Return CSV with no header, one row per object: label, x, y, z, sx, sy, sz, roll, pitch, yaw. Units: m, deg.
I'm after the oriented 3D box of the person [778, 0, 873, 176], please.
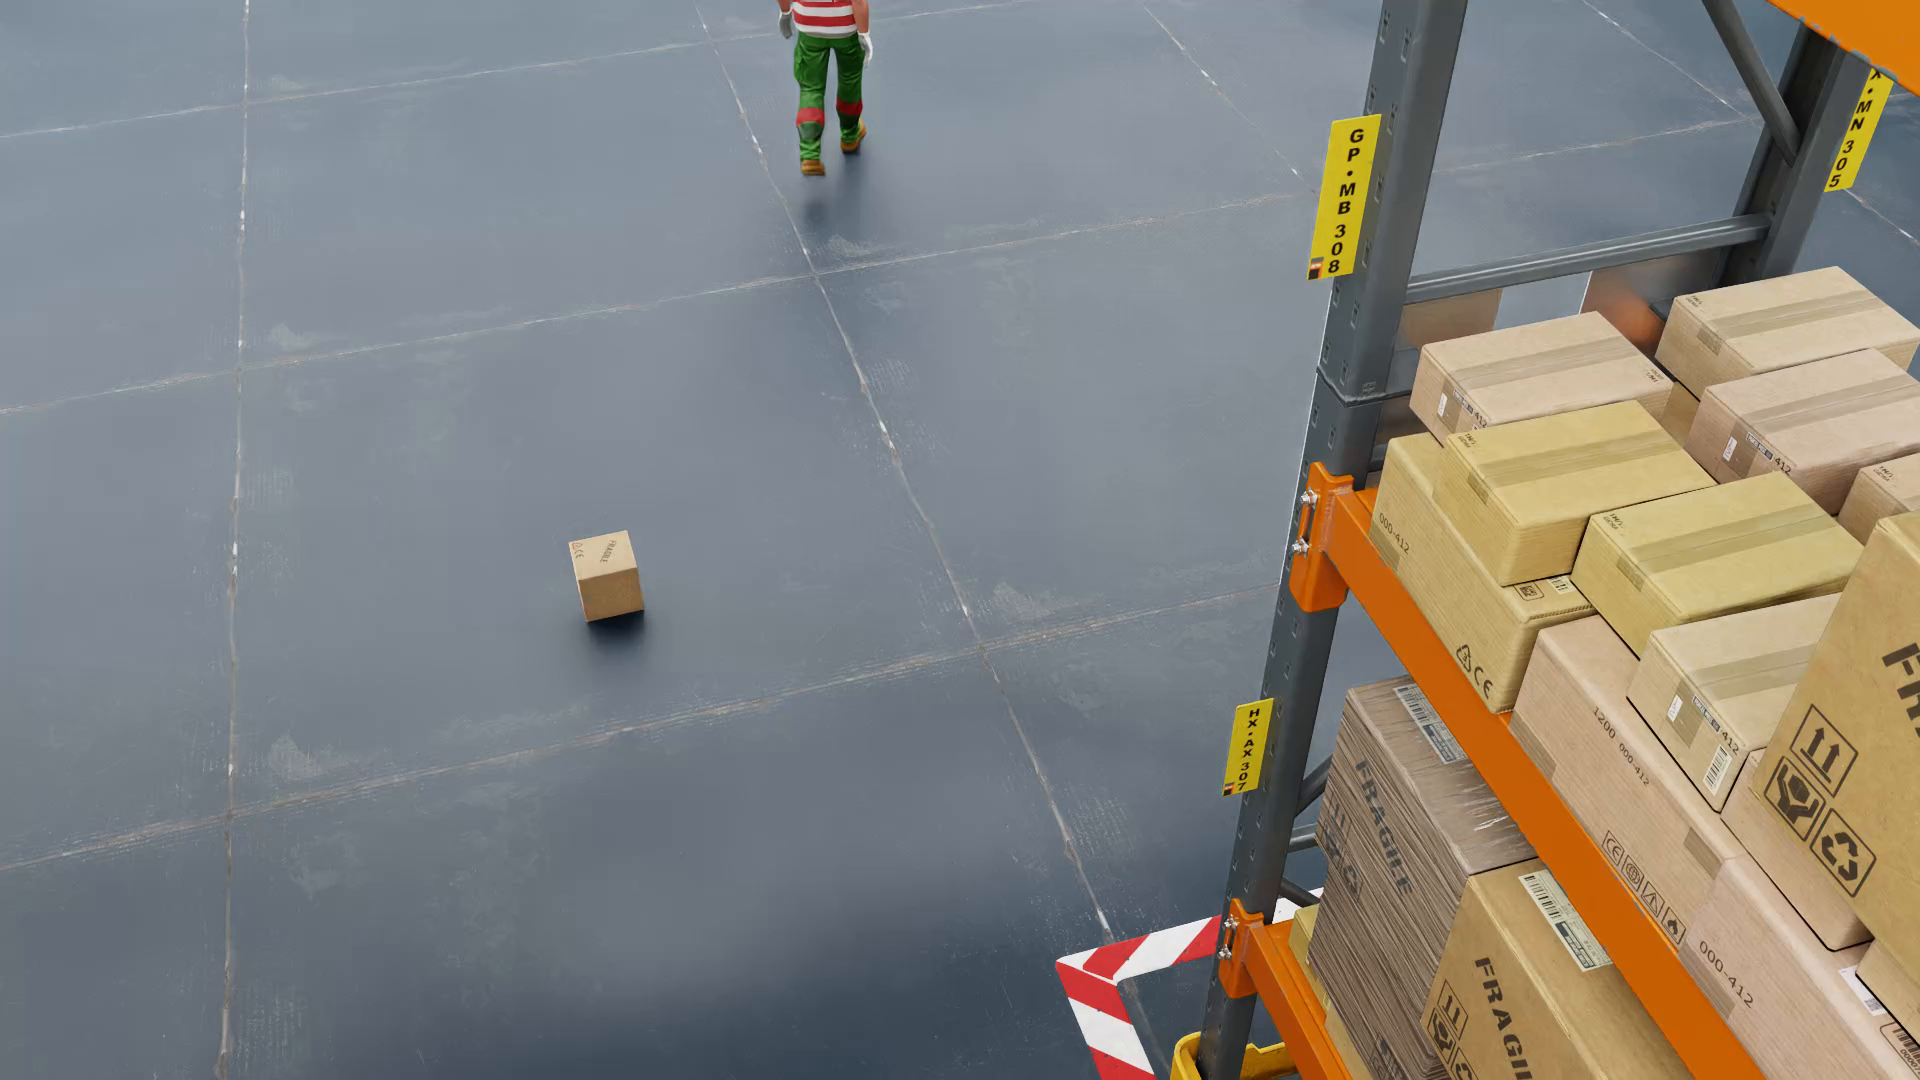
person,-0.766,-2.897,9.373,0.573,1.760,0.945,4,42,4
